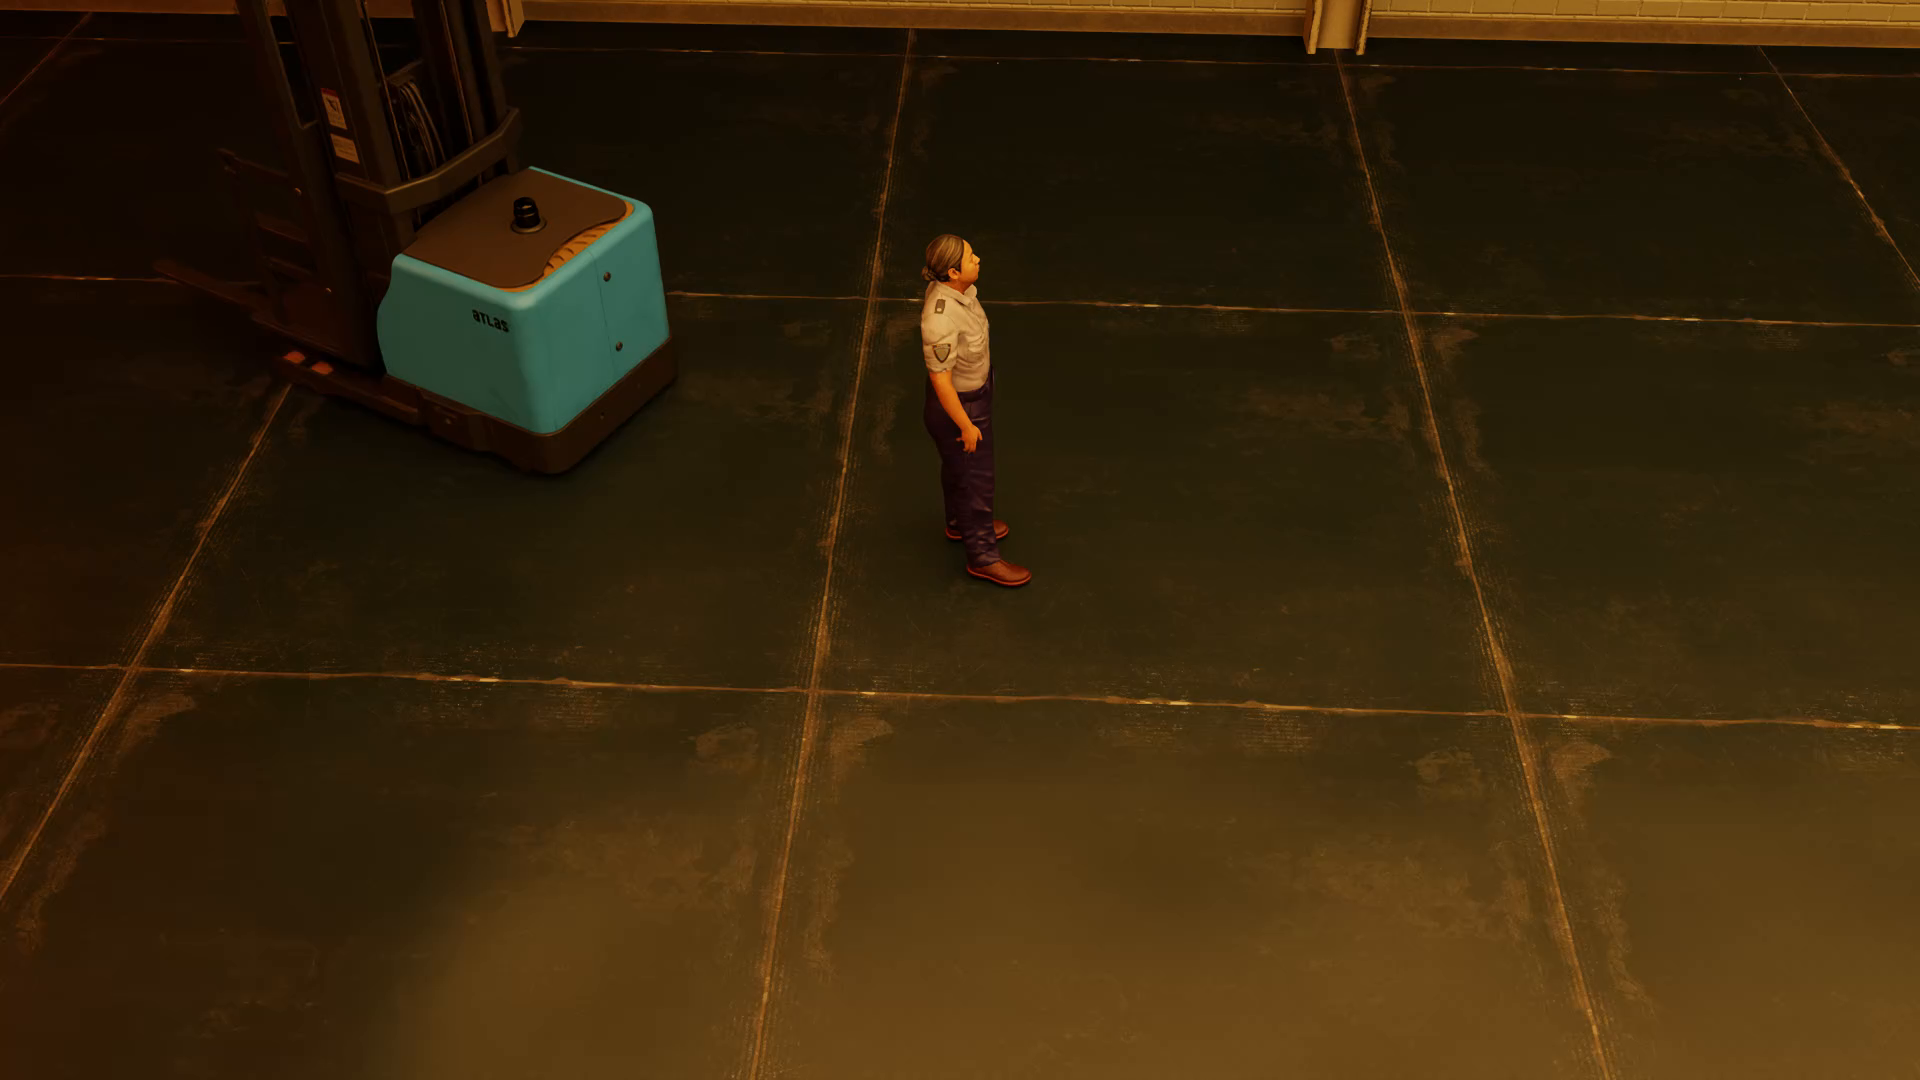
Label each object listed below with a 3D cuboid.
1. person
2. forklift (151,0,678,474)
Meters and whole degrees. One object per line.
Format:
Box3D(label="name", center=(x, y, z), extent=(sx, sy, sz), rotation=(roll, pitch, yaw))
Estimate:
Box3D(label="person", center=(0.088, -0.596, 7.336), extent=(0.503, 1.650, 0.599), rotation=(2, 42, 2))
Box3D(label="forklift", center=(-3.026, -2.139, 8.085), extent=(3.031, 2.935, 1.130), rotation=(21, 46, 21))
